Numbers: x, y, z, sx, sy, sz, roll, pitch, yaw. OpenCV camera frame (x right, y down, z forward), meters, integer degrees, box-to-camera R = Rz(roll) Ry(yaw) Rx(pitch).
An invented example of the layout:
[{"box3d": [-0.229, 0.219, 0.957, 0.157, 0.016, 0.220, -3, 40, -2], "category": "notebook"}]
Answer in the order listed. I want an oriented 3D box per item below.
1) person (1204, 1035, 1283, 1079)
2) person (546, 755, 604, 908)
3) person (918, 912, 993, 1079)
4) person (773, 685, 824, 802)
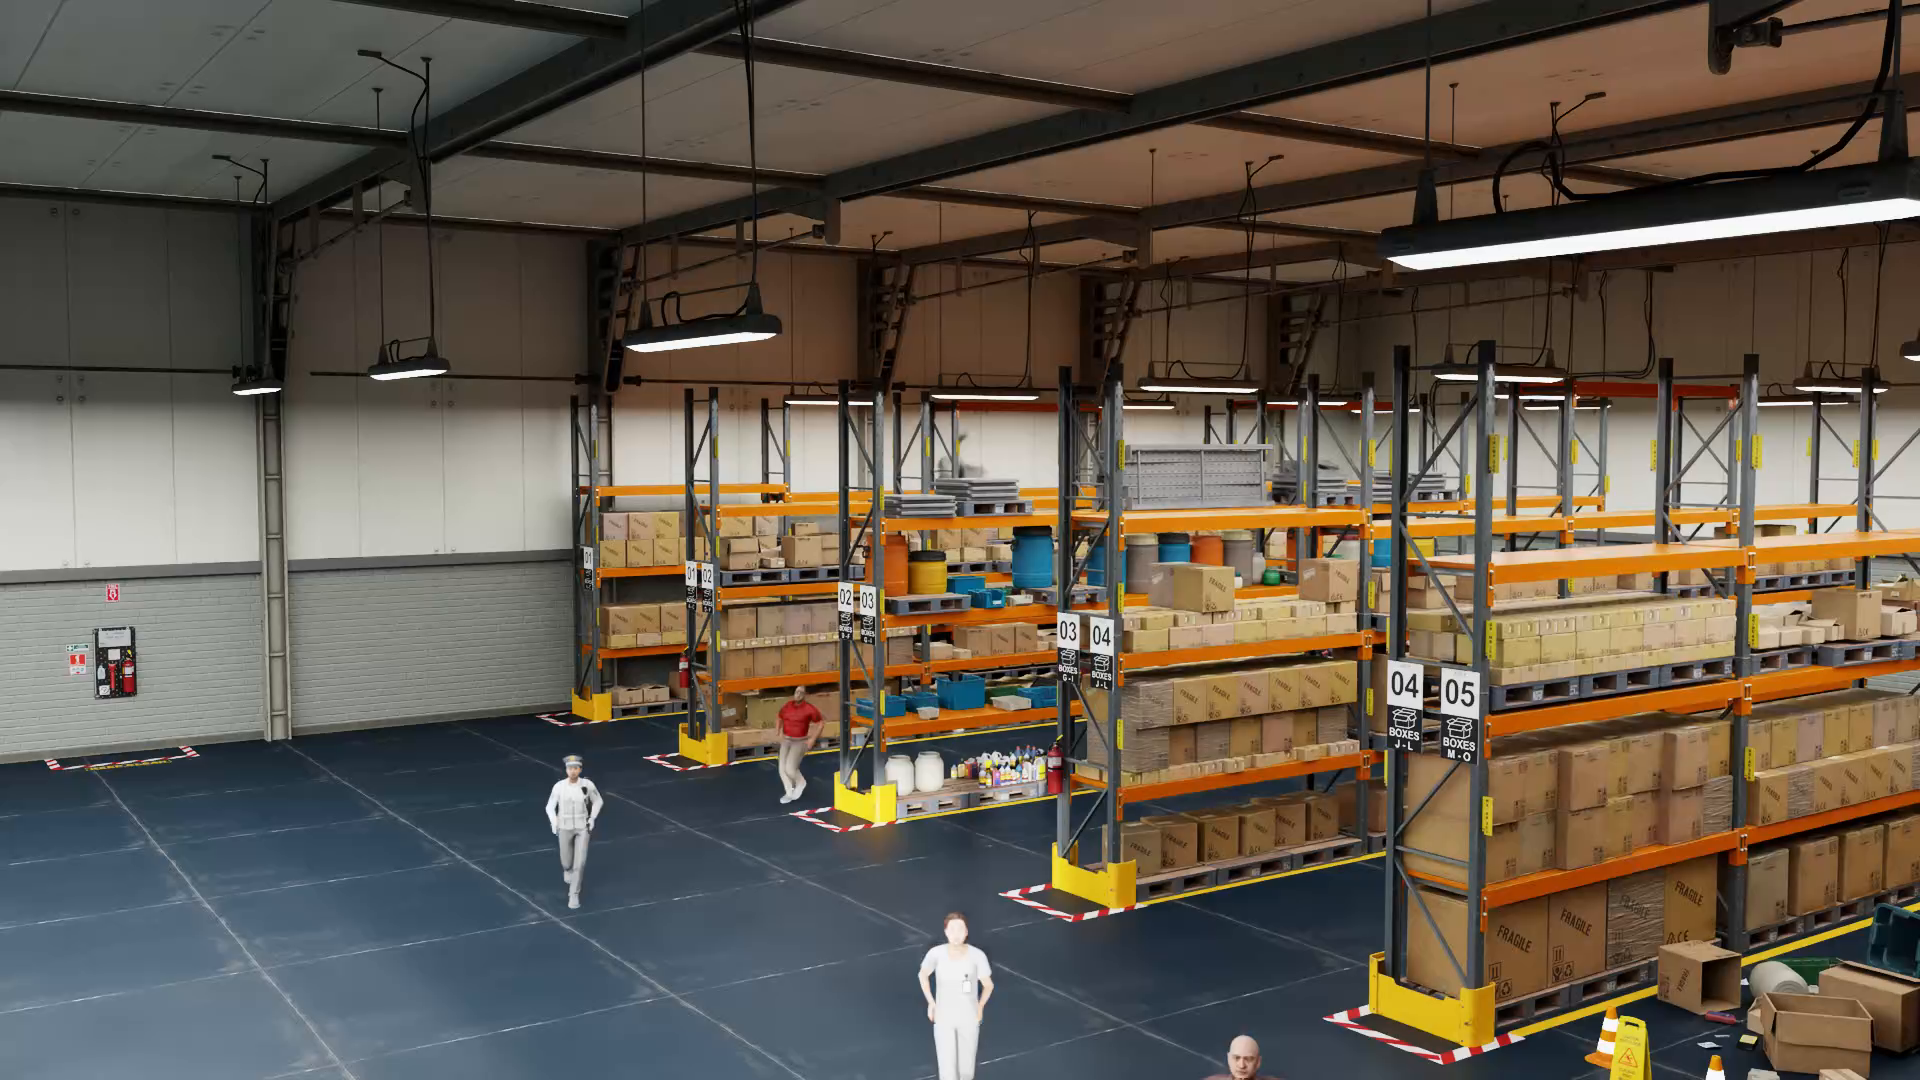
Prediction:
[{"box3d": [1.653, 3.720, 9.590, 0.745, 1.739, 0.652, 1, 4, 16], "category": "person"}, {"box3d": [-4.314, 3.226, 18.647, 0.625, 1.672, 0.676, -1, 4, -12], "category": "person"}, {"box3d": [-0.032, 3.601, 12.481, 0.566, 1.657, 0.800, 0, 3, 1], "category": "person"}, {"box3d": [-2.344, 2.909, 23.623, 0.736, 1.679, 0.498, 2, 4, 27], "category": "person"}]
